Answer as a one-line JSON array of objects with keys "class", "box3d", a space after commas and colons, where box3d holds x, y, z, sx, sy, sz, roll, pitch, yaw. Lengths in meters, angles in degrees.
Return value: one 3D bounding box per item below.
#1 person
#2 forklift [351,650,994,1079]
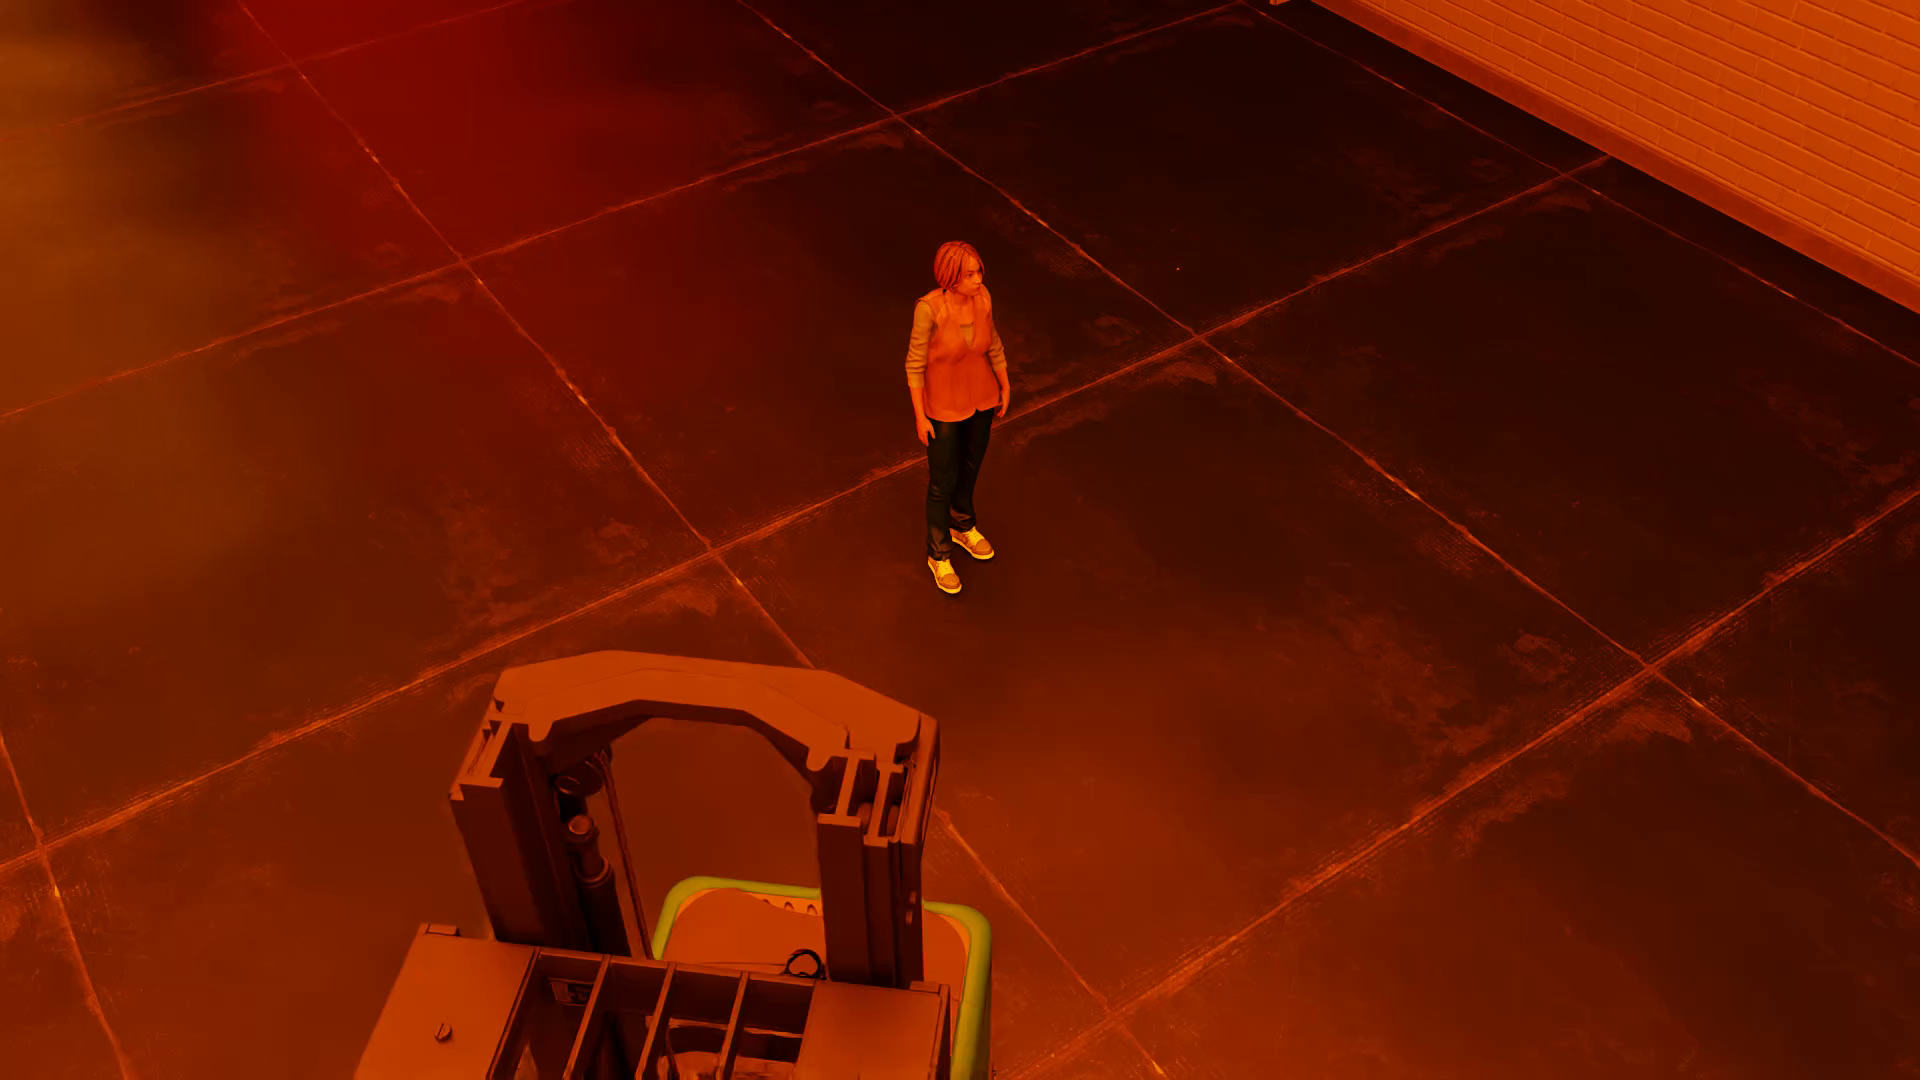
[{"class": "person", "box3d": [0.029, -0.544, 7.280, 0.514, 1.599, 0.473, -25, 48, -25]}, {"class": "forklift", "box3d": [-0.596, 1.783, 3.781, 1.130, 2.935, 3.031, 5, 43, 6]}]
